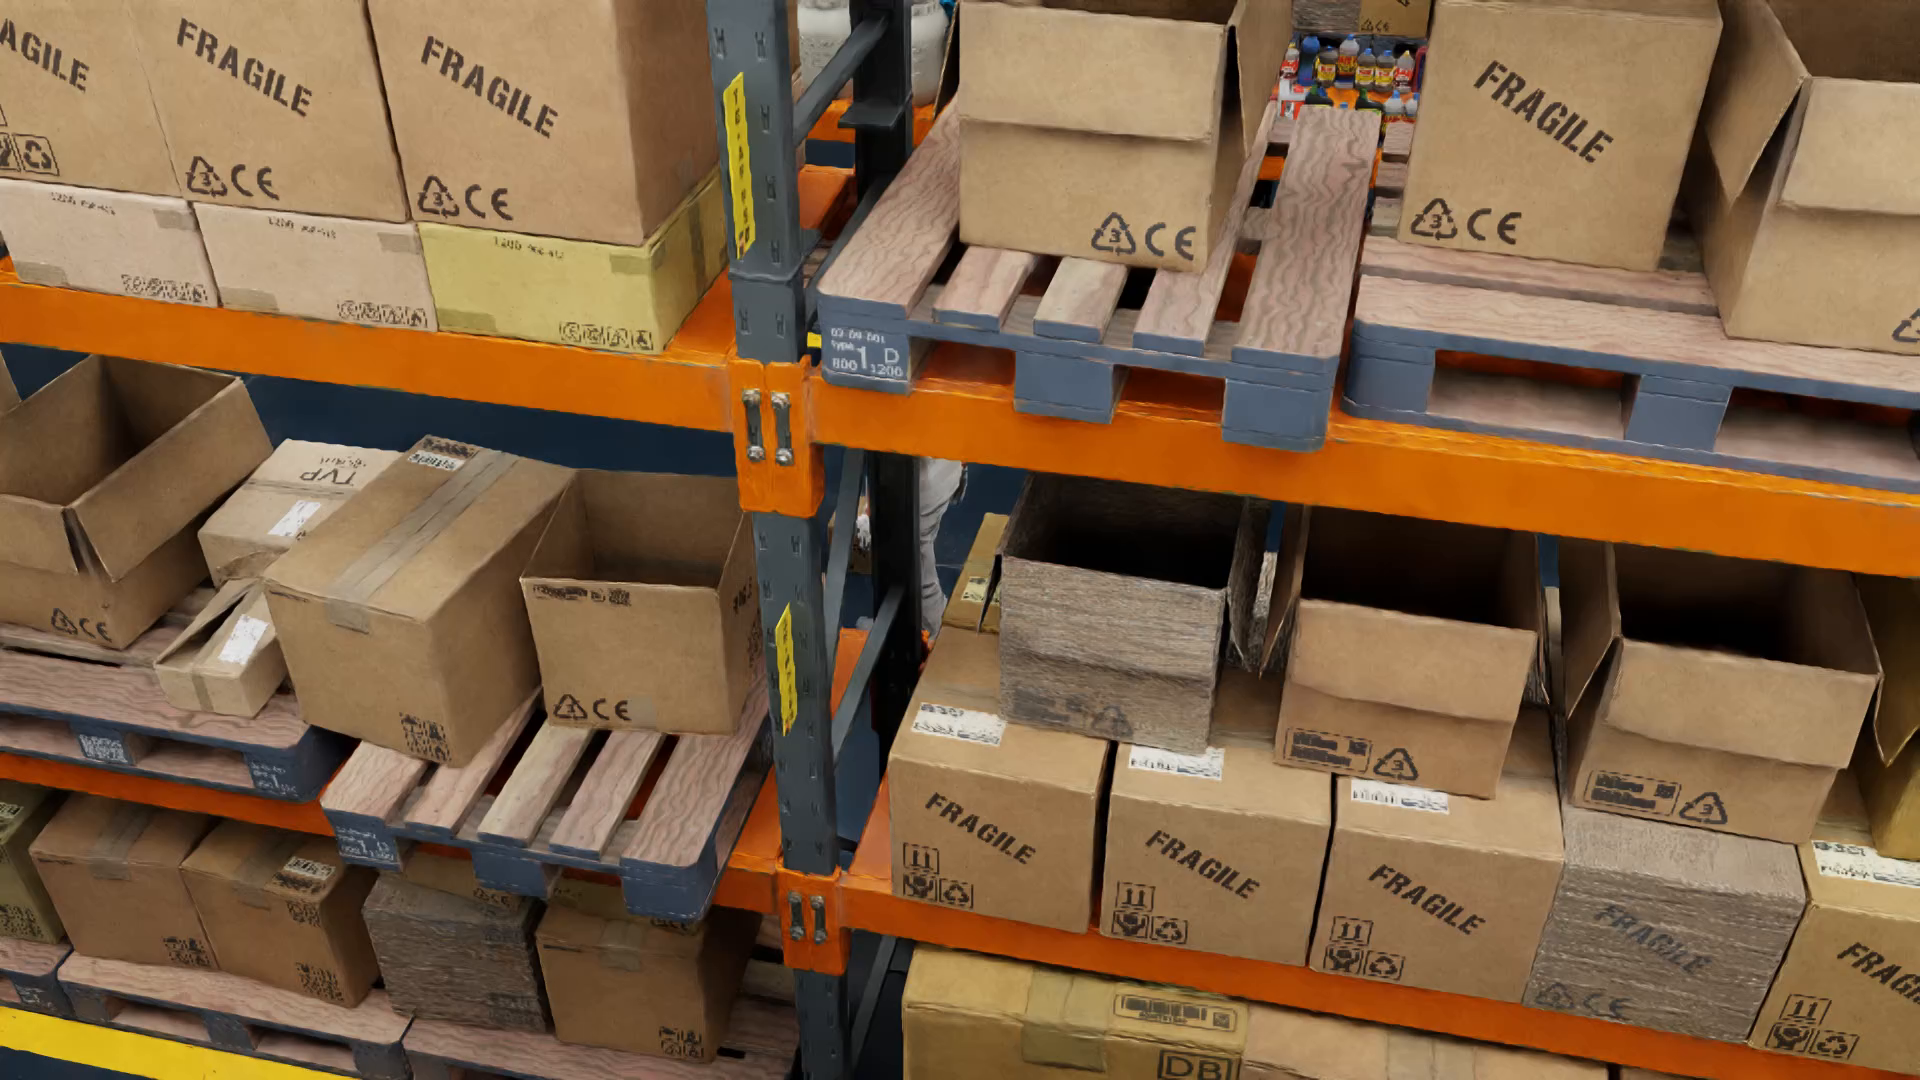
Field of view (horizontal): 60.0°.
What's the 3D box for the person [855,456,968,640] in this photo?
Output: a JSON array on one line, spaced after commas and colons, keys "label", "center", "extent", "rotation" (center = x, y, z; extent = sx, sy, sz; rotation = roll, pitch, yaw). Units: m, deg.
[{"label": "person", "center": [-0.201, -0.178, 6.361], "extent": [0.687, 1.792, 0.555], "rotation": [19, 41, 24]}]
